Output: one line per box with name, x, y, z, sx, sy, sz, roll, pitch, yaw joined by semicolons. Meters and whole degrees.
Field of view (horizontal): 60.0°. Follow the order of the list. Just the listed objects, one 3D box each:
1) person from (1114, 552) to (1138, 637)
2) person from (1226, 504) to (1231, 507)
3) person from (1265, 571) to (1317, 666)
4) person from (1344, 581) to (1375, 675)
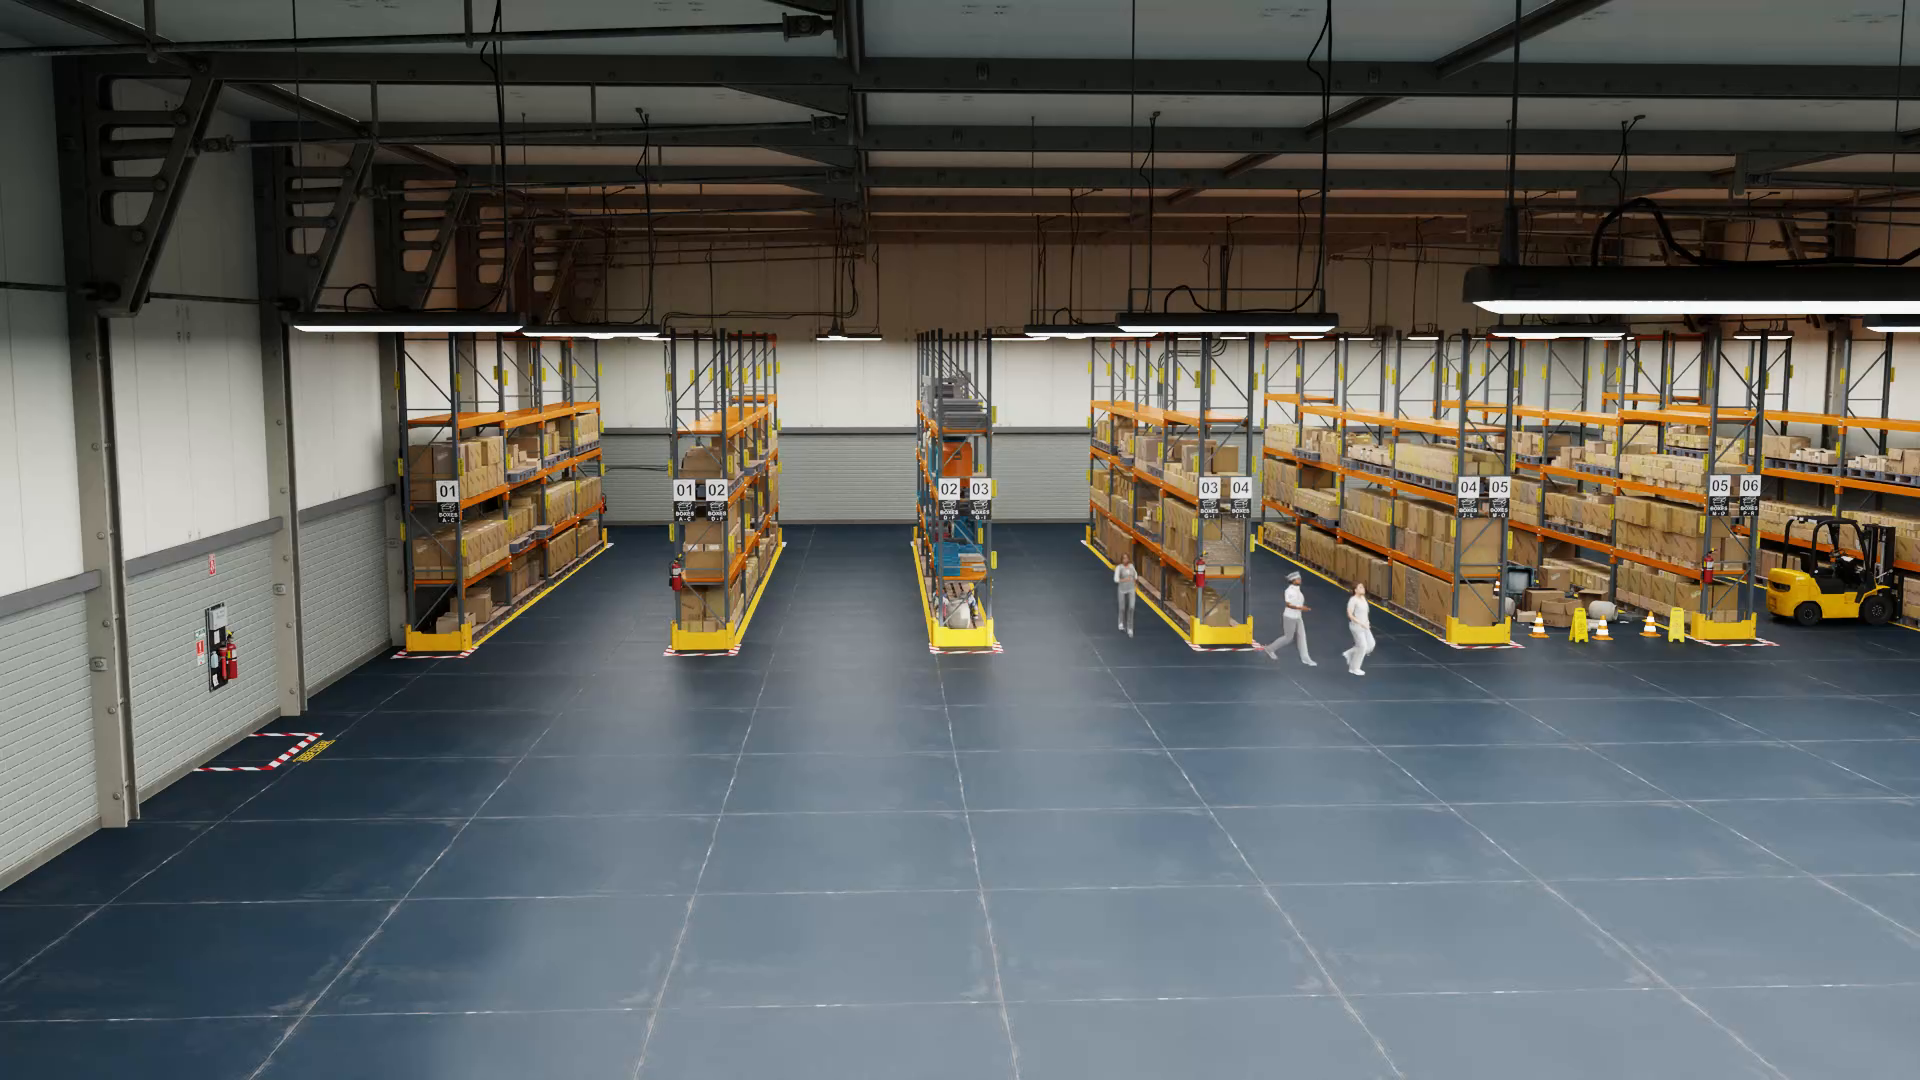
person;3.270;1.059;32.855;0.500;1.643;0.700;-1;7;-7
person;7.450;-0.685;47.097;0.719;1.820;0.818;0;7;3
person;5.919;1.385;29.659;0.940;1.697;0.580;3;8;27
person;6.944;1.523;28.885;0.483;1.633;0.571;6;9;40
